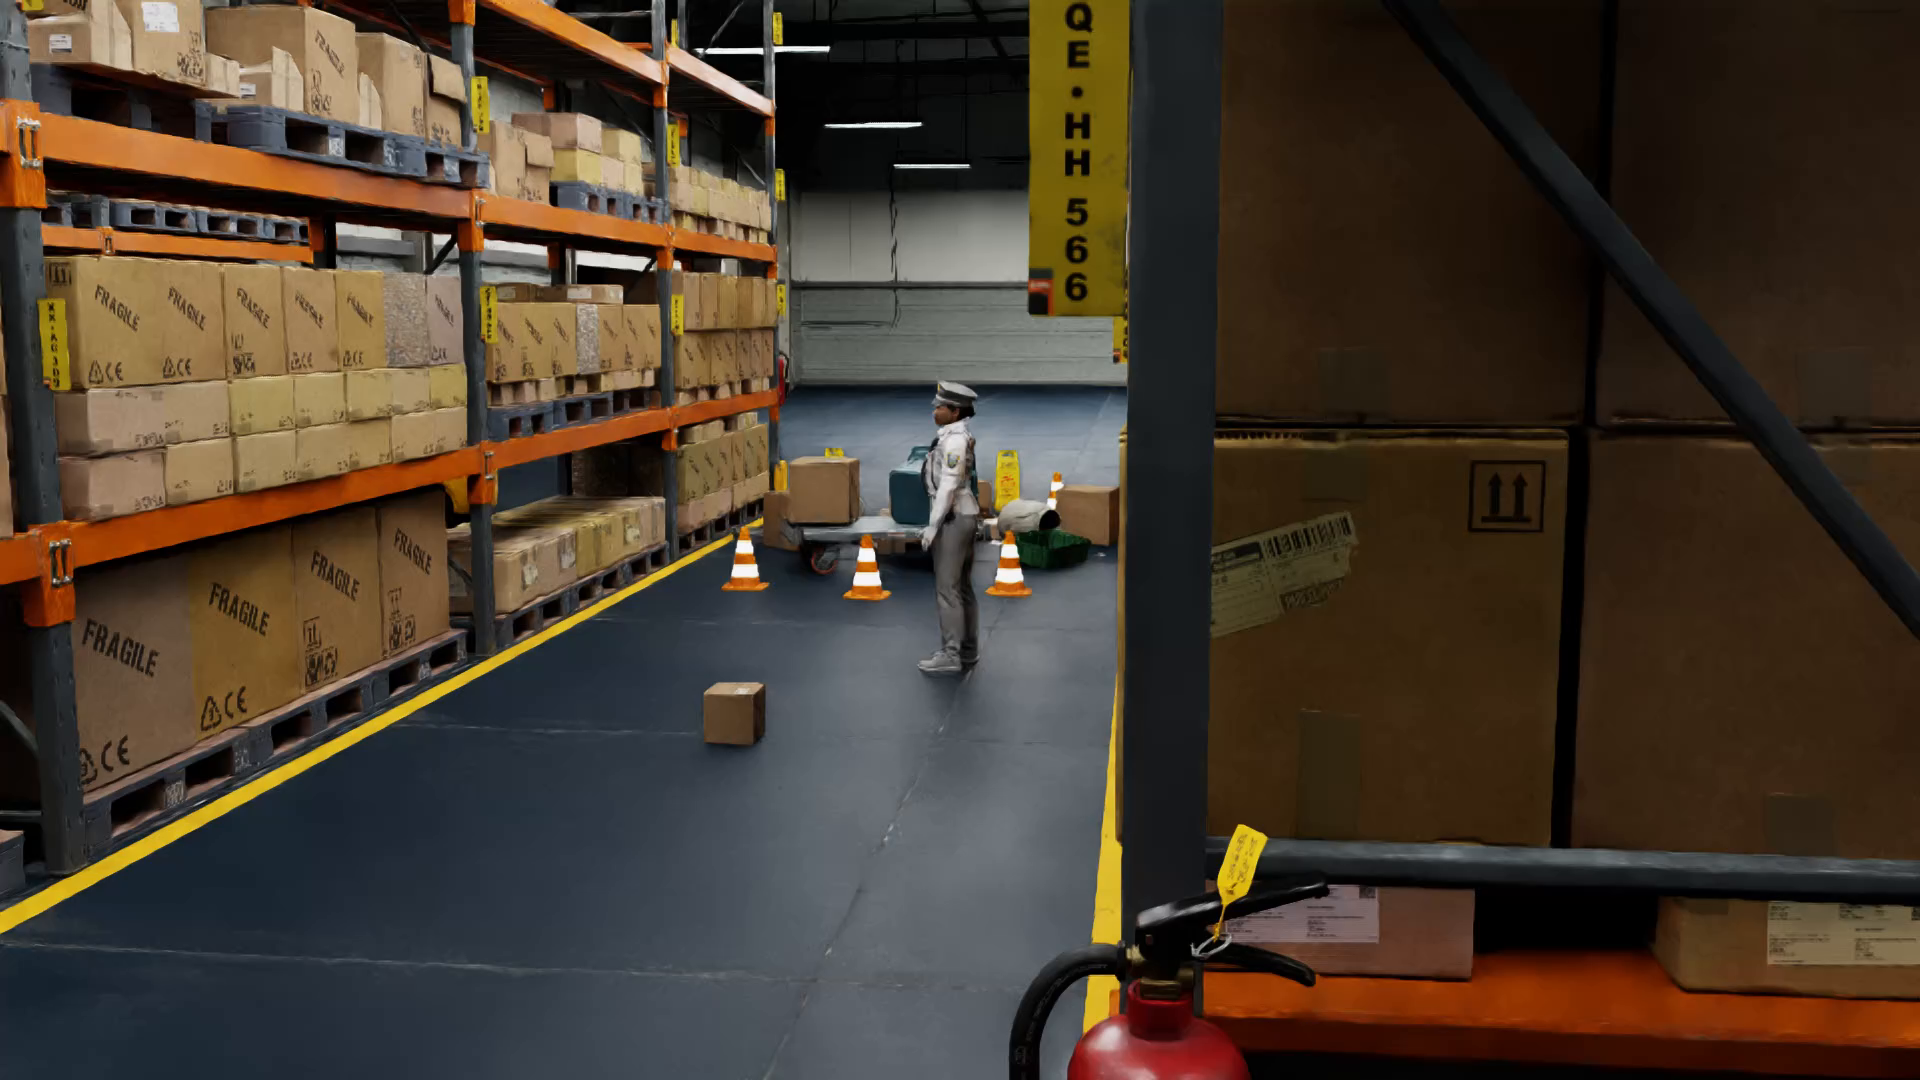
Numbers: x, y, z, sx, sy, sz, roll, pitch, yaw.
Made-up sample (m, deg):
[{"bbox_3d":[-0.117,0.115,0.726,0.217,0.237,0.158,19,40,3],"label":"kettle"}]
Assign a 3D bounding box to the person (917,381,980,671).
[{"bbox_3d":[-0.059,-0.083,9.686,0.356,1.686,0.520,1,8,7],"label":"person"}]
